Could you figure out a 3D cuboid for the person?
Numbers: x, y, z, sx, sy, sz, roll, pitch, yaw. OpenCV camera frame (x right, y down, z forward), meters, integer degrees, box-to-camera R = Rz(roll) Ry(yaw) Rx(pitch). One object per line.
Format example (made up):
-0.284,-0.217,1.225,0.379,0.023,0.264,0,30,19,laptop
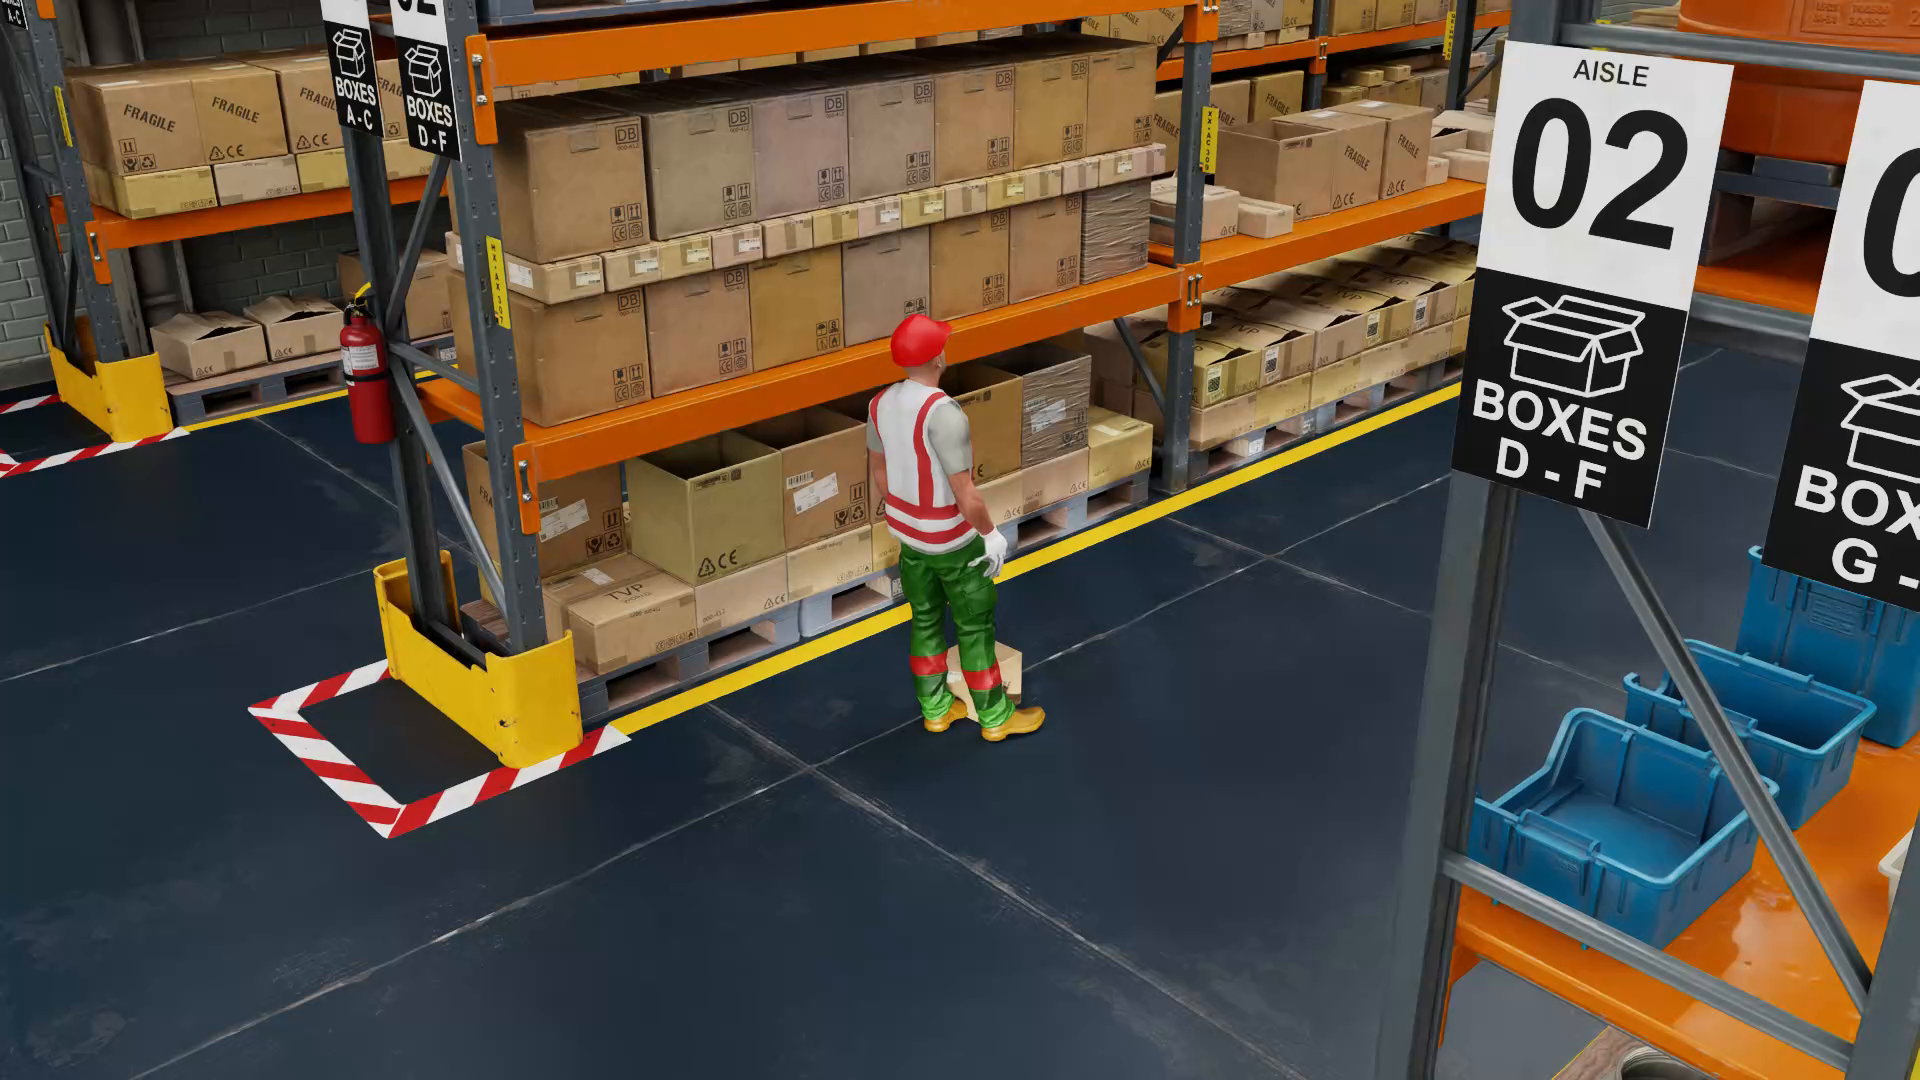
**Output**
-0.028,-0.053,6.668,0.562,1.790,0.637,-21,31,-39,person
